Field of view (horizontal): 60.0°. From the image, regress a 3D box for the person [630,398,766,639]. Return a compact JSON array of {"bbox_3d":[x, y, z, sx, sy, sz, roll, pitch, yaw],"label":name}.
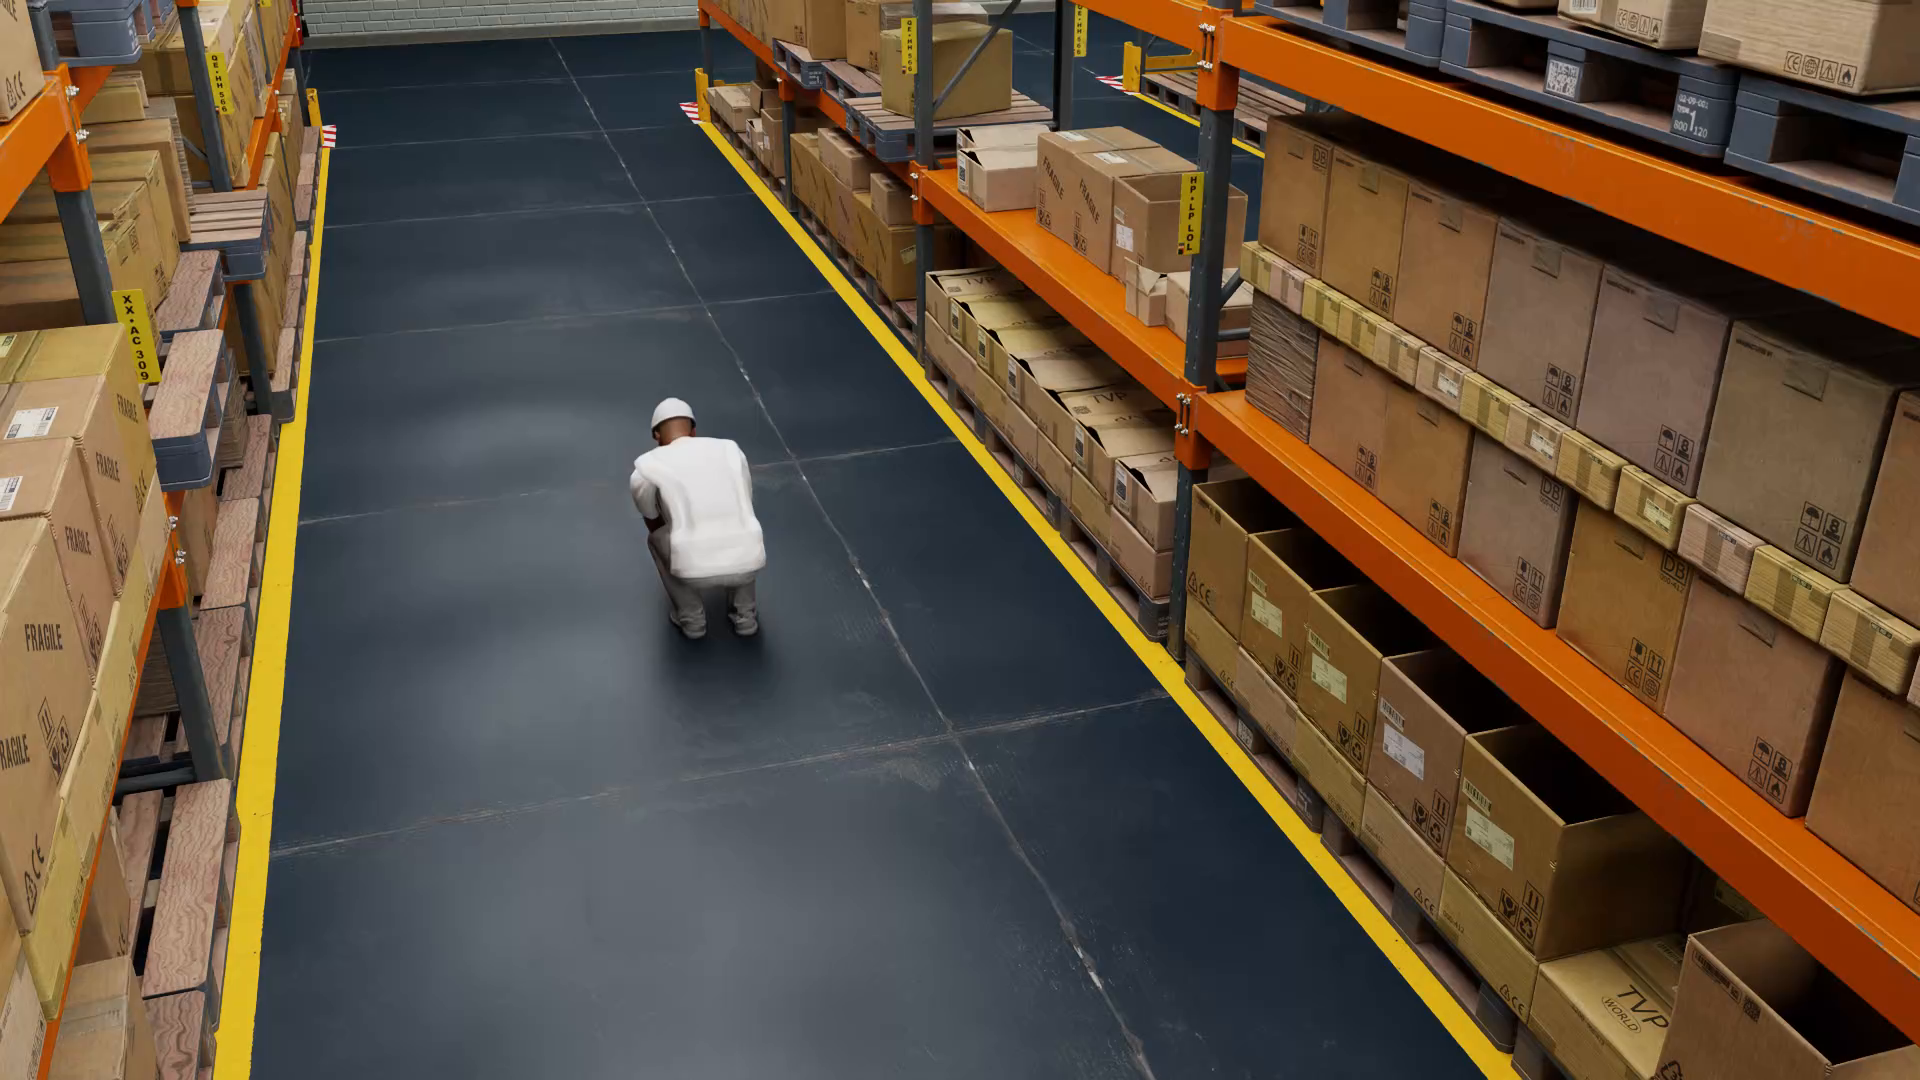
[{"bbox_3d":[-1.209,-0.098,7.662,0.573,1.004,0.881,-8,27,-17],"label":"person"}]
